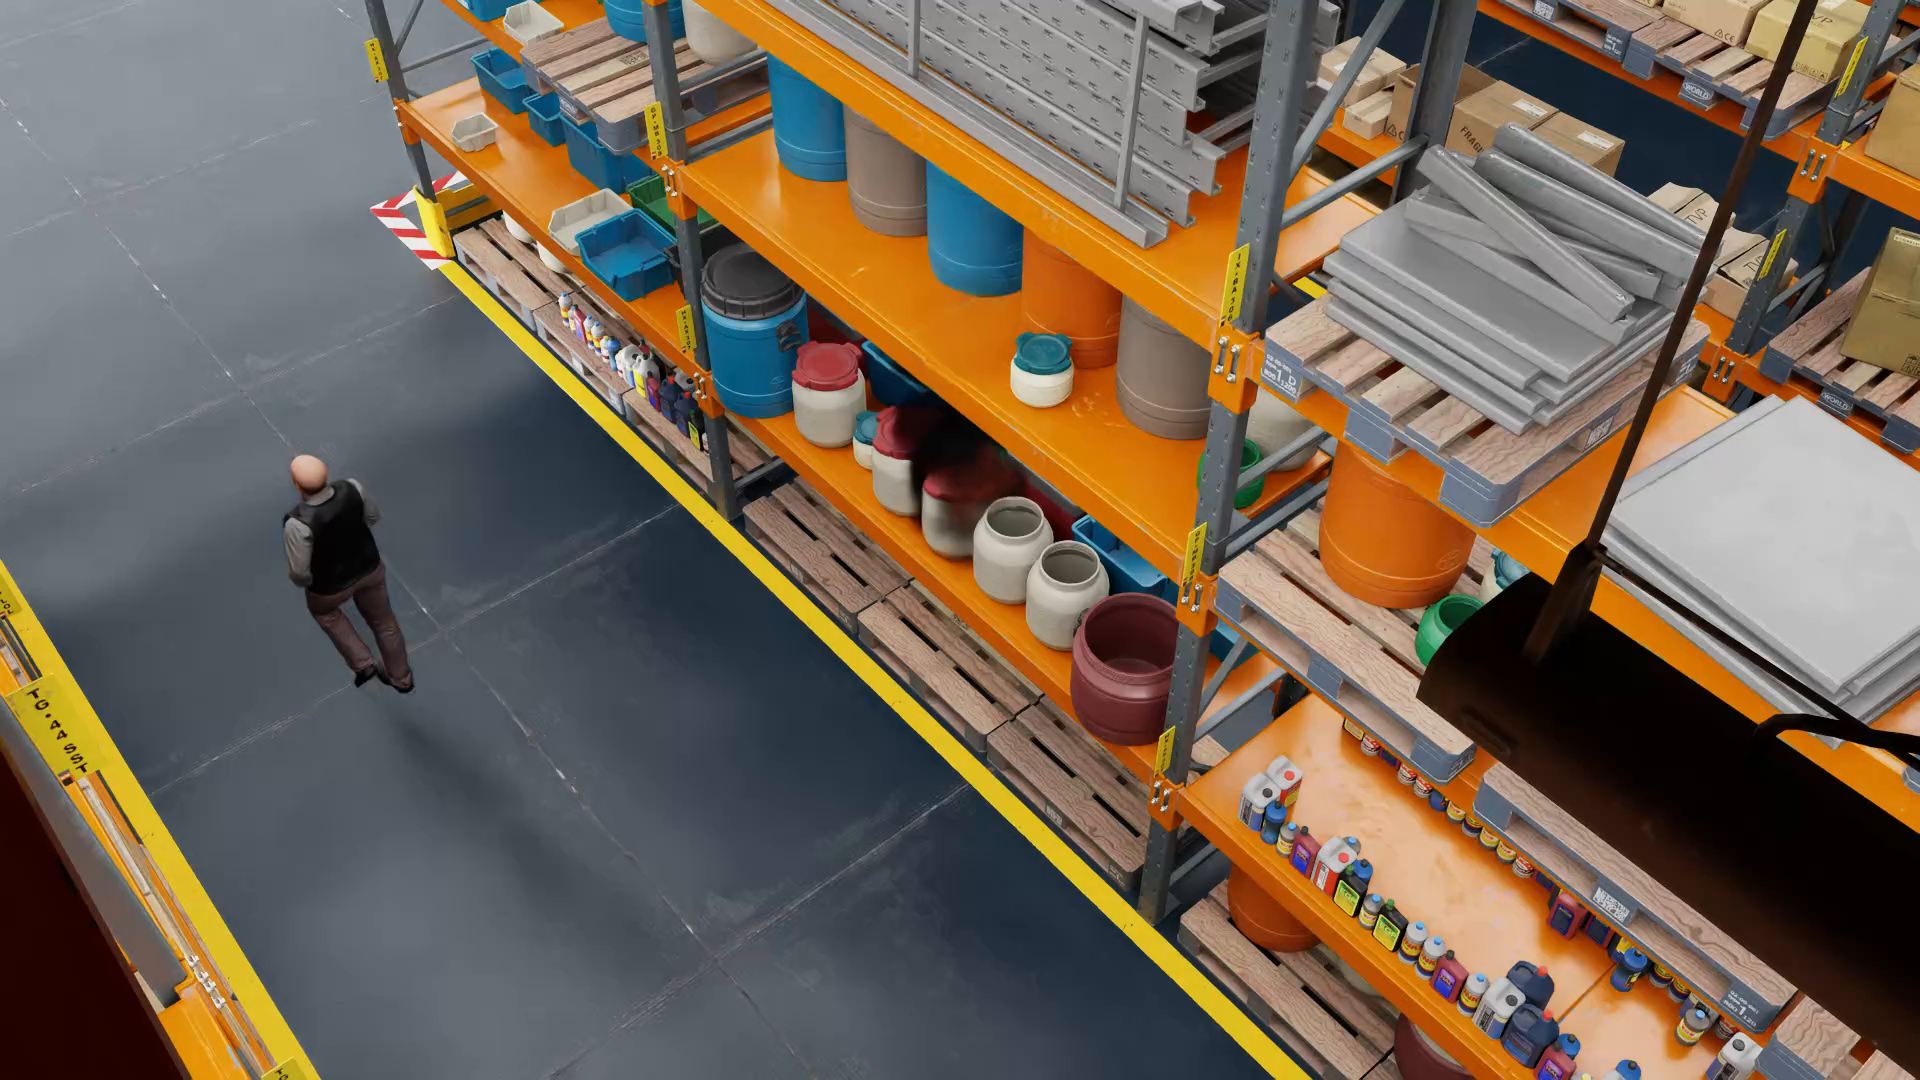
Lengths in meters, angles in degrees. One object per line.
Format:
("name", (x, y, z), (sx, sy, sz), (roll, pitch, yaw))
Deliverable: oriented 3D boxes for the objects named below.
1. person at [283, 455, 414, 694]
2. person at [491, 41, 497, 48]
("person", (-3.456, 0.192, 9.261), (0.691, 1.781, 0.633), (34, 55, 28))
("person", (-3.795, -4.308, 13.852), (1.000, 1.807, 0.706), (19, 49, 17))
